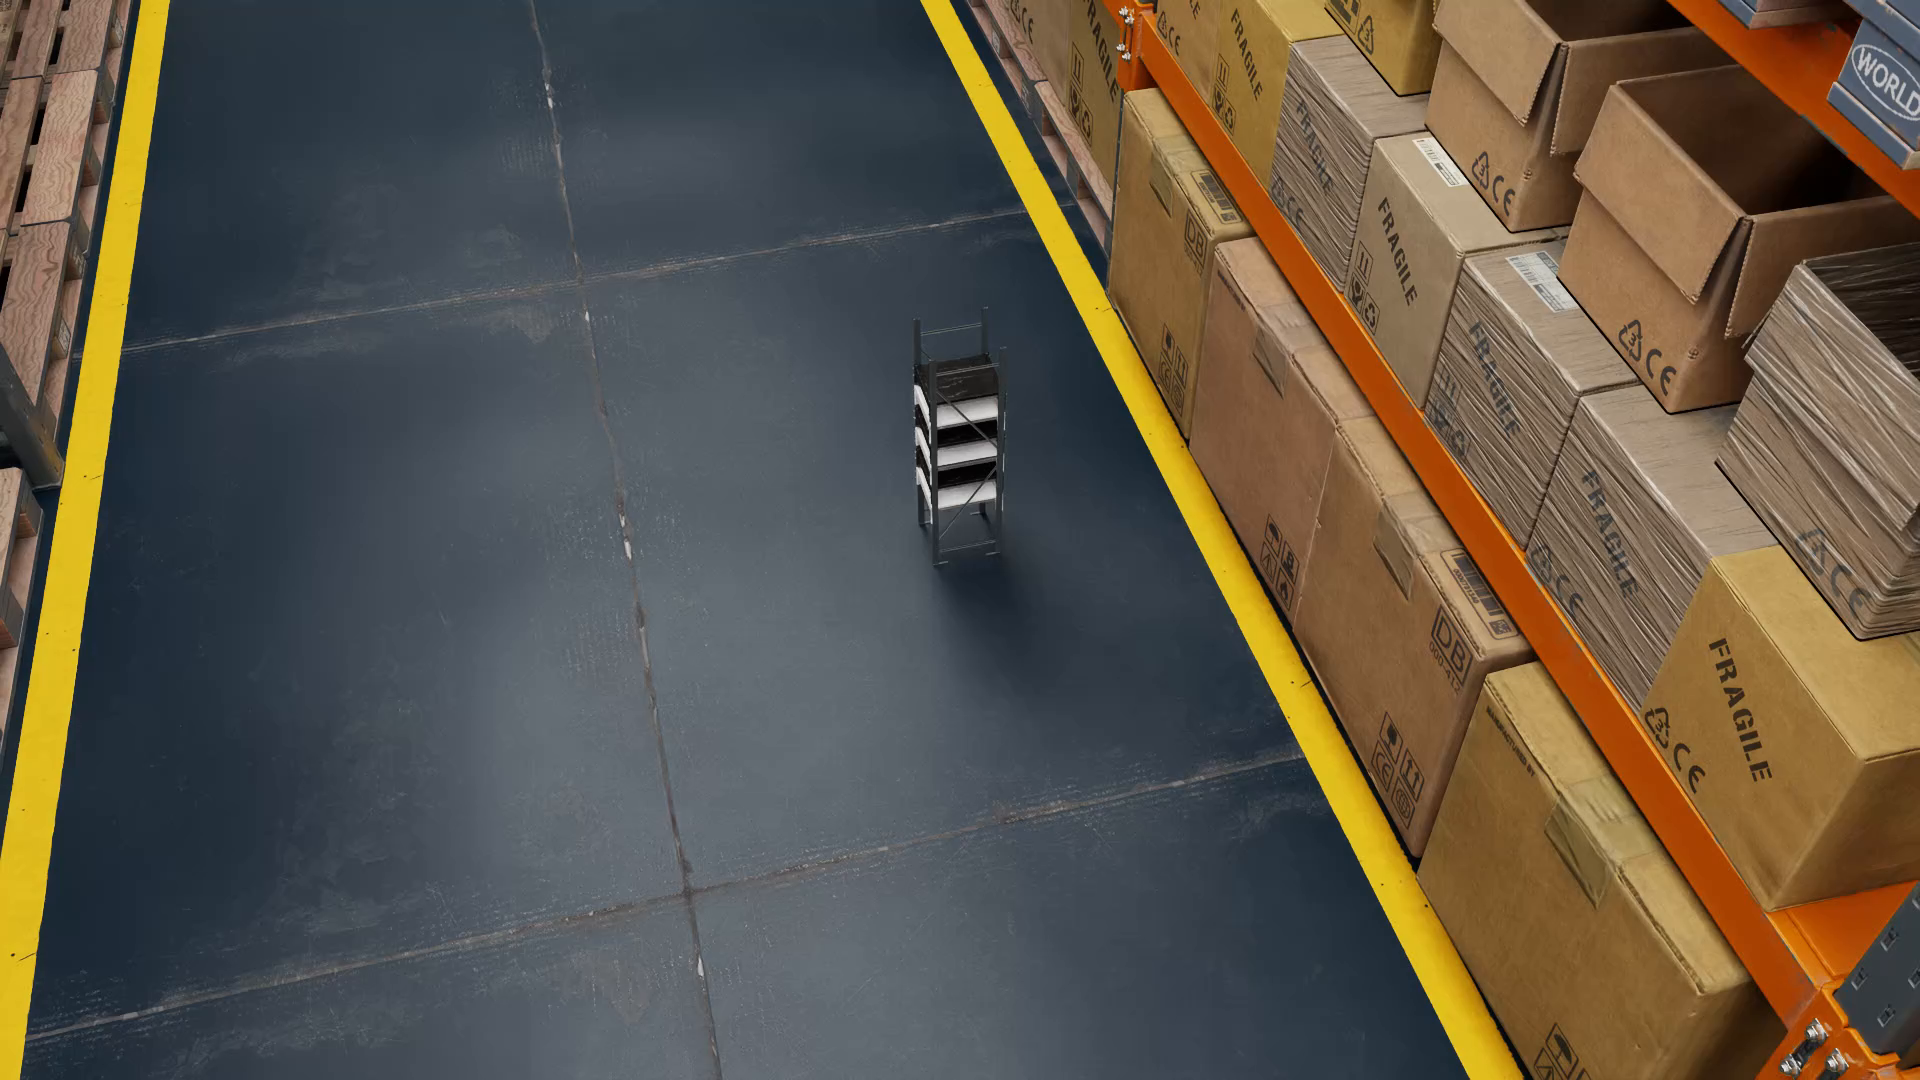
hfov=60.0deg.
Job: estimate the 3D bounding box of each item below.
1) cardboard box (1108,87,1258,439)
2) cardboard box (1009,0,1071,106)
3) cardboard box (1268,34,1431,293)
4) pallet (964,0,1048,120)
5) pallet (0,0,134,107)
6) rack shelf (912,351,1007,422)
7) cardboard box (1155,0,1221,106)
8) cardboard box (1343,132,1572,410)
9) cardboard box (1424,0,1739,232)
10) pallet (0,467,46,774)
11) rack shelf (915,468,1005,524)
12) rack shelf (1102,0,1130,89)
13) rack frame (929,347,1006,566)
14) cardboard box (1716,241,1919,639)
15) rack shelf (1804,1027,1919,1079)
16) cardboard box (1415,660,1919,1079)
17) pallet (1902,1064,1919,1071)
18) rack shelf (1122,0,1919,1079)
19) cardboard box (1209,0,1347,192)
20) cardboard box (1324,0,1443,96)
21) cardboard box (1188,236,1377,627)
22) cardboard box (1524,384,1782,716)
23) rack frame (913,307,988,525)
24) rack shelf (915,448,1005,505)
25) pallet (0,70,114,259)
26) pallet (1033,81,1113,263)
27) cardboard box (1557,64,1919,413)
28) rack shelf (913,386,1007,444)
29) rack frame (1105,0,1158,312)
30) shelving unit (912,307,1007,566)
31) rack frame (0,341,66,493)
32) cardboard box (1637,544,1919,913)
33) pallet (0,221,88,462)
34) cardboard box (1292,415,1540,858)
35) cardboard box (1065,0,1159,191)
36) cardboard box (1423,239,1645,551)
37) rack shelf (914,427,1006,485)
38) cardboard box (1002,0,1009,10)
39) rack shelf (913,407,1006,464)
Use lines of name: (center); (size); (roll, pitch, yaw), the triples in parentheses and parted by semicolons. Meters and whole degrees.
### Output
cardboard box: (1.268, -1.059, 5.881); (1.225, 0.875, 0.875); (-11, 47, -10)
cardboard box: (0.763, -2.589, 7.381); (0.875, 0.875, 0.875); (-11, 47, -10)
cardboard box: (1.218, -1.073, 4.632); (0.500, 0.500, 0.500); (-12, 47, -11)
pallet: (0.650, -2.501, 8.053); (1.003, 0.211, 1.213); (-11, 47, -10)
pallet: (-4.553, -2.398, 7.952); (1.003, 0.211, 1.213); (-11, 47, -10)
rack shelf: (-0.002, -0.486, 5.265); (0.258, 0.077, 0.200); (-11, 47, -10)
cardboard box: (0.961, -1.766, 5.310); (0.500, 0.500, 0.500); (-11, 47, -10)
cardboard box: (1.356, -0.717, 4.283); (0.500, 0.500, 0.500); (-10, 46, -10)
cardboard box: (1.595, -1.139, 3.993); (0.797, 0.503, 0.637); (-9, 46, -9)
pallet: (-3.546, 0.328, 5.281); (1.003, 0.211, 1.213); (-11, 47, -10)
rack shelf: (-0.002, -0.171, 5.586); (0.258, 0.077, 0.200); (-11, 47, -10)
rack shelf: (0.573, -3.223, 7.312); (1.077, 0.370, 4.000); (-11, 47, -10)
rack frame: (0.024, -0.250, 5.365); (0.240, 0.900, 0.006); (-11, 47, -10)
cardboard box: (1.938, -0.226, 3.099); (0.797, 0.503, 0.637); (-9, 46, -9)
rack shelf: (2.621, 2.300, 1.899); (1.077, 0.370, 4.000); (-11, 47, -10)
cardboard box: (1.953, 0.784, 4.075); (1.225, 0.875, 0.875); (-13, 47, -12)
pallet: (1.980, 1.085, 4.538); (1.003, 0.211, 1.213); (-11, 47, -10)
rack shelf: (1.597, -0.461, 4.606); (1.077, 0.370, 4.000); (-11, 47, -10)
cardboard box: (1.091, -1.419, 4.970); (0.500, 0.500, 0.500); (-11, 47, -10)
cardboard box: (1.421, -1.565, 4.411); (0.797, 0.503, 0.637); (-10, 46, -10)
cardboard box: (1.498, -0.442, 5.277); (1.225, 0.875, 0.875); (-12, 47, -12)
cardboard box: (1.621, -0.008, 3.588); (0.500, 0.500, 0.500); (-11, 47, -11)
rack frame: (-0.028, -0.391, 5.503); (0.240, 0.900, 0.006); (-11, 47, -10)
rack shelf: (-0.002, -0.234, 5.522); (0.258, 0.077, 0.200); (-11, 47, -10)
pallet: (-4.244, -1.557, 7.128); (1.003, 0.211, 1.213); (-11, 47, -10)
pallet: (0.966, -1.657, 7.226); (1.003, 0.211, 1.213); (-11, 47, -10)
cardboard box: (1.773, -0.677, 3.541); (0.797, 0.503, 0.637); (-10, 46, -9)
rack shelf: (-0.002, -0.423, 5.329); (0.258, 0.077, 0.200); (-11, 47, -10)
rack frame: (1.085, -2.094, 5.702); (1.000, 3.000, 0.127); (-11, 47, -10)
shelving unit: (-0.002, -0.321, 5.434); (0.258, 0.900, 0.210); (-11, 47, -10)
rack frame: (-3.703, -1.188, 4.815); (1.000, 3.000, 0.127); (-11, 47, -10)
cardboard box: (1.743, 0.337, 3.249); (0.500, 0.500, 0.500); (-9, 46, -9)
pallet: (-3.929, -0.713, 6.301); (1.003, 0.211, 1.213); (-11, 47, -10)
cardboard box: (1.732, 0.167, 4.680); (1.225, 0.875, 0.875); (-11, 47, -10)
cardboard box: (0.993, -1.968, 6.772); (0.875, 0.875, 0.875); (-11, 47, -10)
cardboard box: (1.485, -0.366, 3.939); (0.500, 0.500, 0.500); (-12, 47, -12)
rack shelf: (-0.002, -0.297, 5.458); (0.258, 0.077, 0.200); (-11, 47, -10)
cardboard box: (0.535, -3.204, 7.983); (0.875, 0.875, 0.875); (-11, 47, -10)
rack shelf: (-0.002, -0.360, 5.394); (0.258, 0.077, 0.200); (-11, 47, -10)
